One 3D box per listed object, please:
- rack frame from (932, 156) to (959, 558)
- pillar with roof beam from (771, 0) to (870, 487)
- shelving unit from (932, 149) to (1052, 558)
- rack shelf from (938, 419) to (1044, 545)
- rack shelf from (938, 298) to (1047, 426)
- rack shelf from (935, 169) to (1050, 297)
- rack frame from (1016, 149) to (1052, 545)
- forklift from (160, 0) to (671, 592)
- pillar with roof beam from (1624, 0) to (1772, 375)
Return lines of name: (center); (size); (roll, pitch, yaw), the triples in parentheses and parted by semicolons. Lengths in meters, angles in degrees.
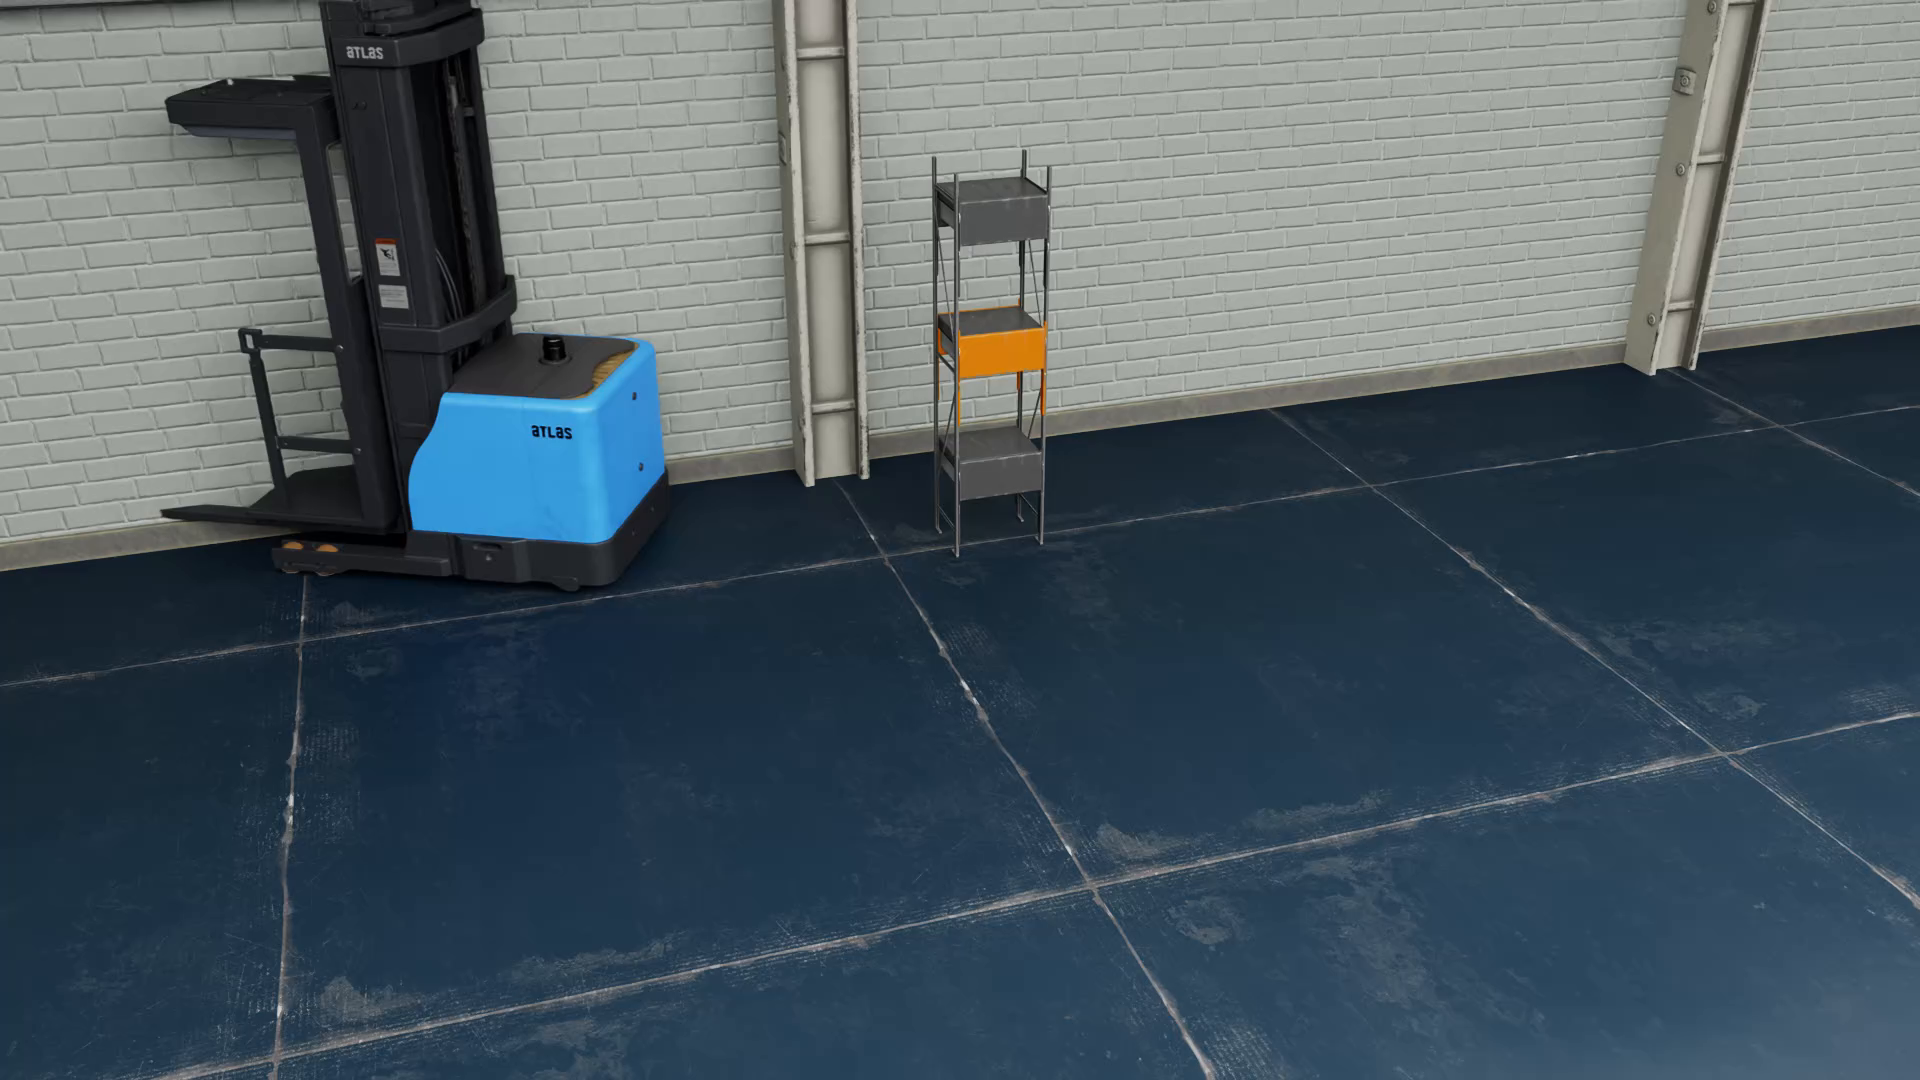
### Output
rack frame: (-0.075, -0.930, 8.761); (0.015, 2.100, 0.400); (-8, 28, -16)
pillar with roof beam: (0.556, -2.620, 4.407); (0.400, 9.000, 9.100); (-8, 28, -16)
shelving unit: (0.157, -0.963, 8.829); (0.503, 2.100, 0.431); (-8, 28, -16)
rack shelf: (0.157, -0.324, 9.146); (0.480, 0.518, 0.431); (-8, 28, -16)
rack shelf: (0.157, -0.951, 8.835); (0.480, 0.518, 0.431); (-8, 28, -16)
rack shelf: (0.157, -1.578, 8.524); (0.480, 0.518, 0.431); (-8, 28, -16)
rack frame: (0.389, -0.997, 8.897); (0.015, 2.100, 0.400); (-8, 28, -16)
forklift: (-3.207, -1.345, 8.662); (3.031, 2.935, 1.130); (4, 27, 9)
pillar with roof beam: (6.261, -3.446, 6.072); (0.400, 9.000, 9.100); (-8, 28, -16)
